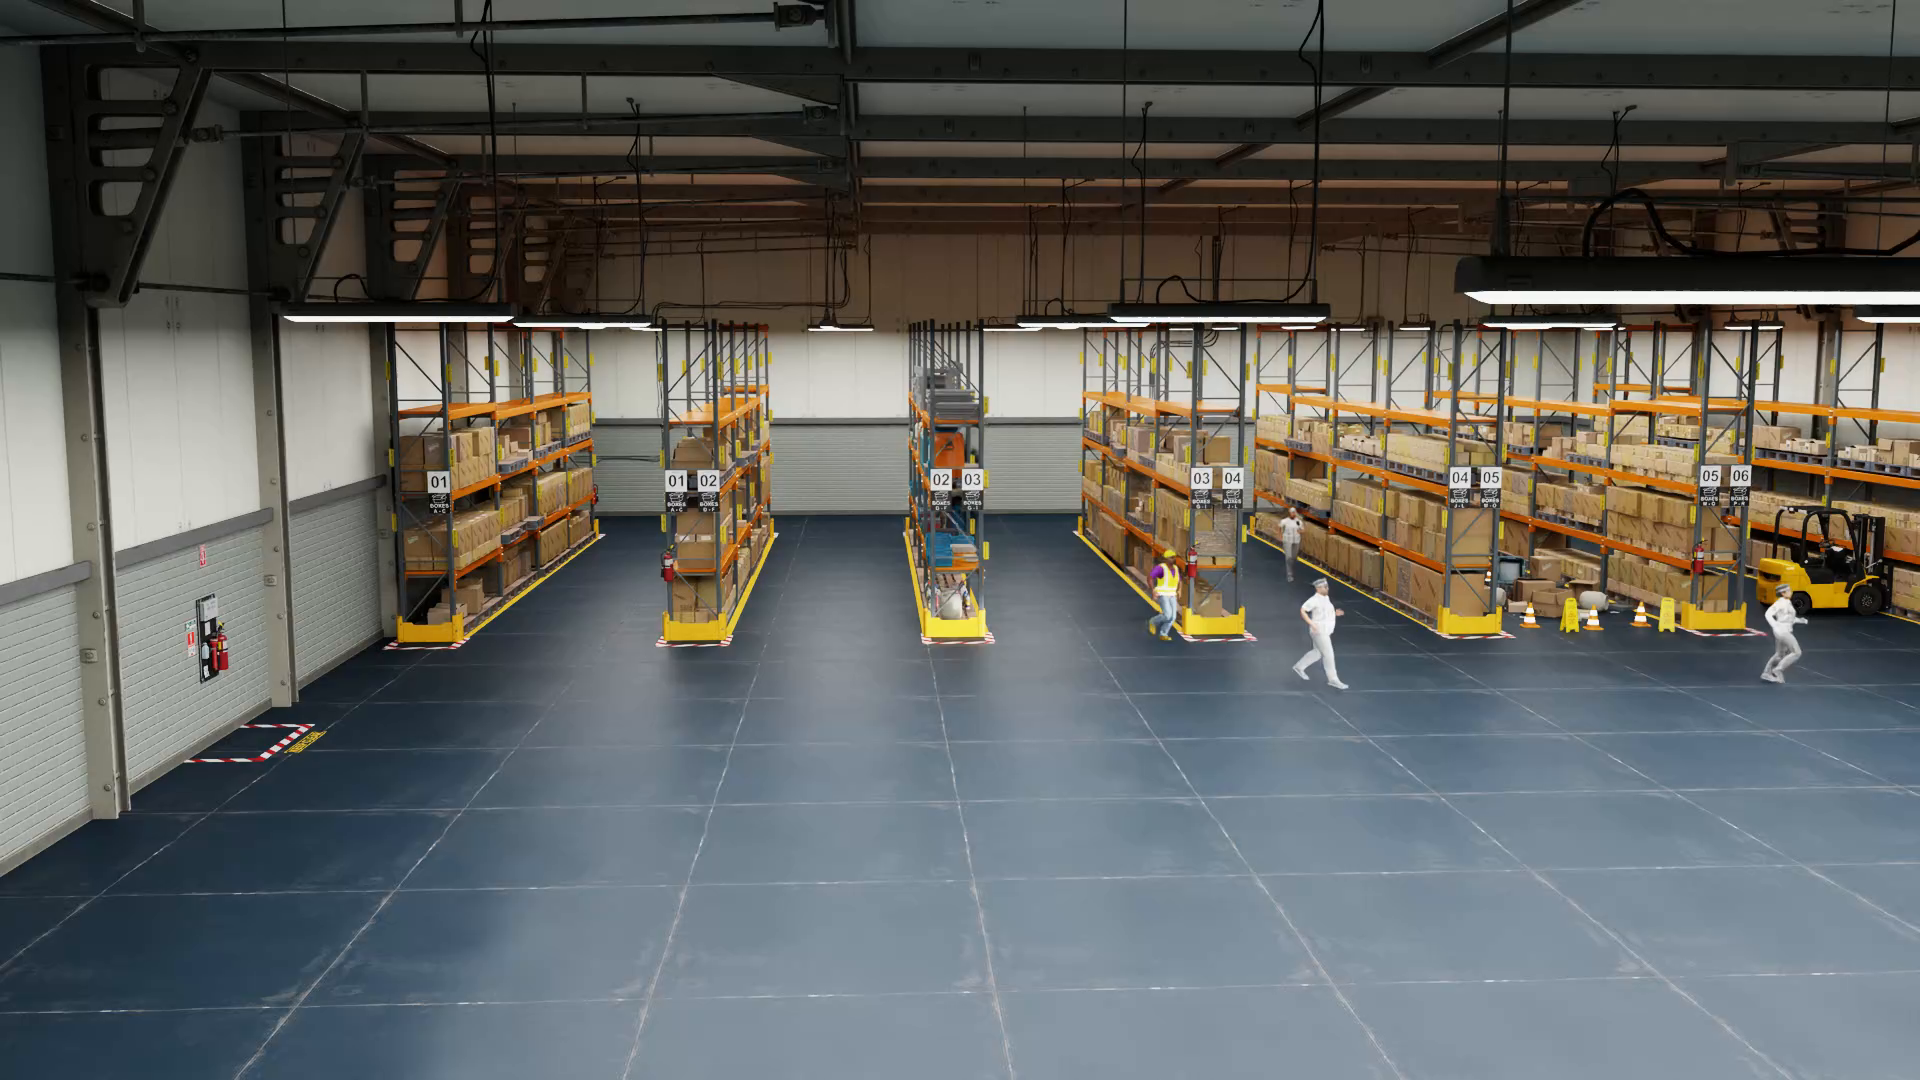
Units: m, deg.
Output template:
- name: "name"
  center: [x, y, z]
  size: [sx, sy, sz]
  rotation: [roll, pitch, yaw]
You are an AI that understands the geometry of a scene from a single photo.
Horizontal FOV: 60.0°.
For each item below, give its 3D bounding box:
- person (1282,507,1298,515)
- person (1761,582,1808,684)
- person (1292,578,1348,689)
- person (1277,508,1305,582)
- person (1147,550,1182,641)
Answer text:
- name: "person"
  center: [9.742, -1.140, 49.198]
  size: [0.790, 1.617, 0.686]
  rotation: [5, 9, 35]
- name: "person"
  center: [13.505, 1.526, 27.220]
  size: [0.649, 1.673, 0.574]
  rotation: [4, 8, 32]
- name: "person"
  center: [5.872, 1.487, 27.046]
  size: [0.983, 1.775, 0.661]
  rotation: [4, 8, 29]
- name: "person"
  center: [7.761, 0.083, 38.901]
  size: [0.594, 1.689, 0.865]
  rotation: [-1, 7, -7]
- name: "person"
  center: [3.862, 1.036, 31.207]
  size: [0.750, 1.718, 0.562]
  rotation: [-5, 9, -35]
